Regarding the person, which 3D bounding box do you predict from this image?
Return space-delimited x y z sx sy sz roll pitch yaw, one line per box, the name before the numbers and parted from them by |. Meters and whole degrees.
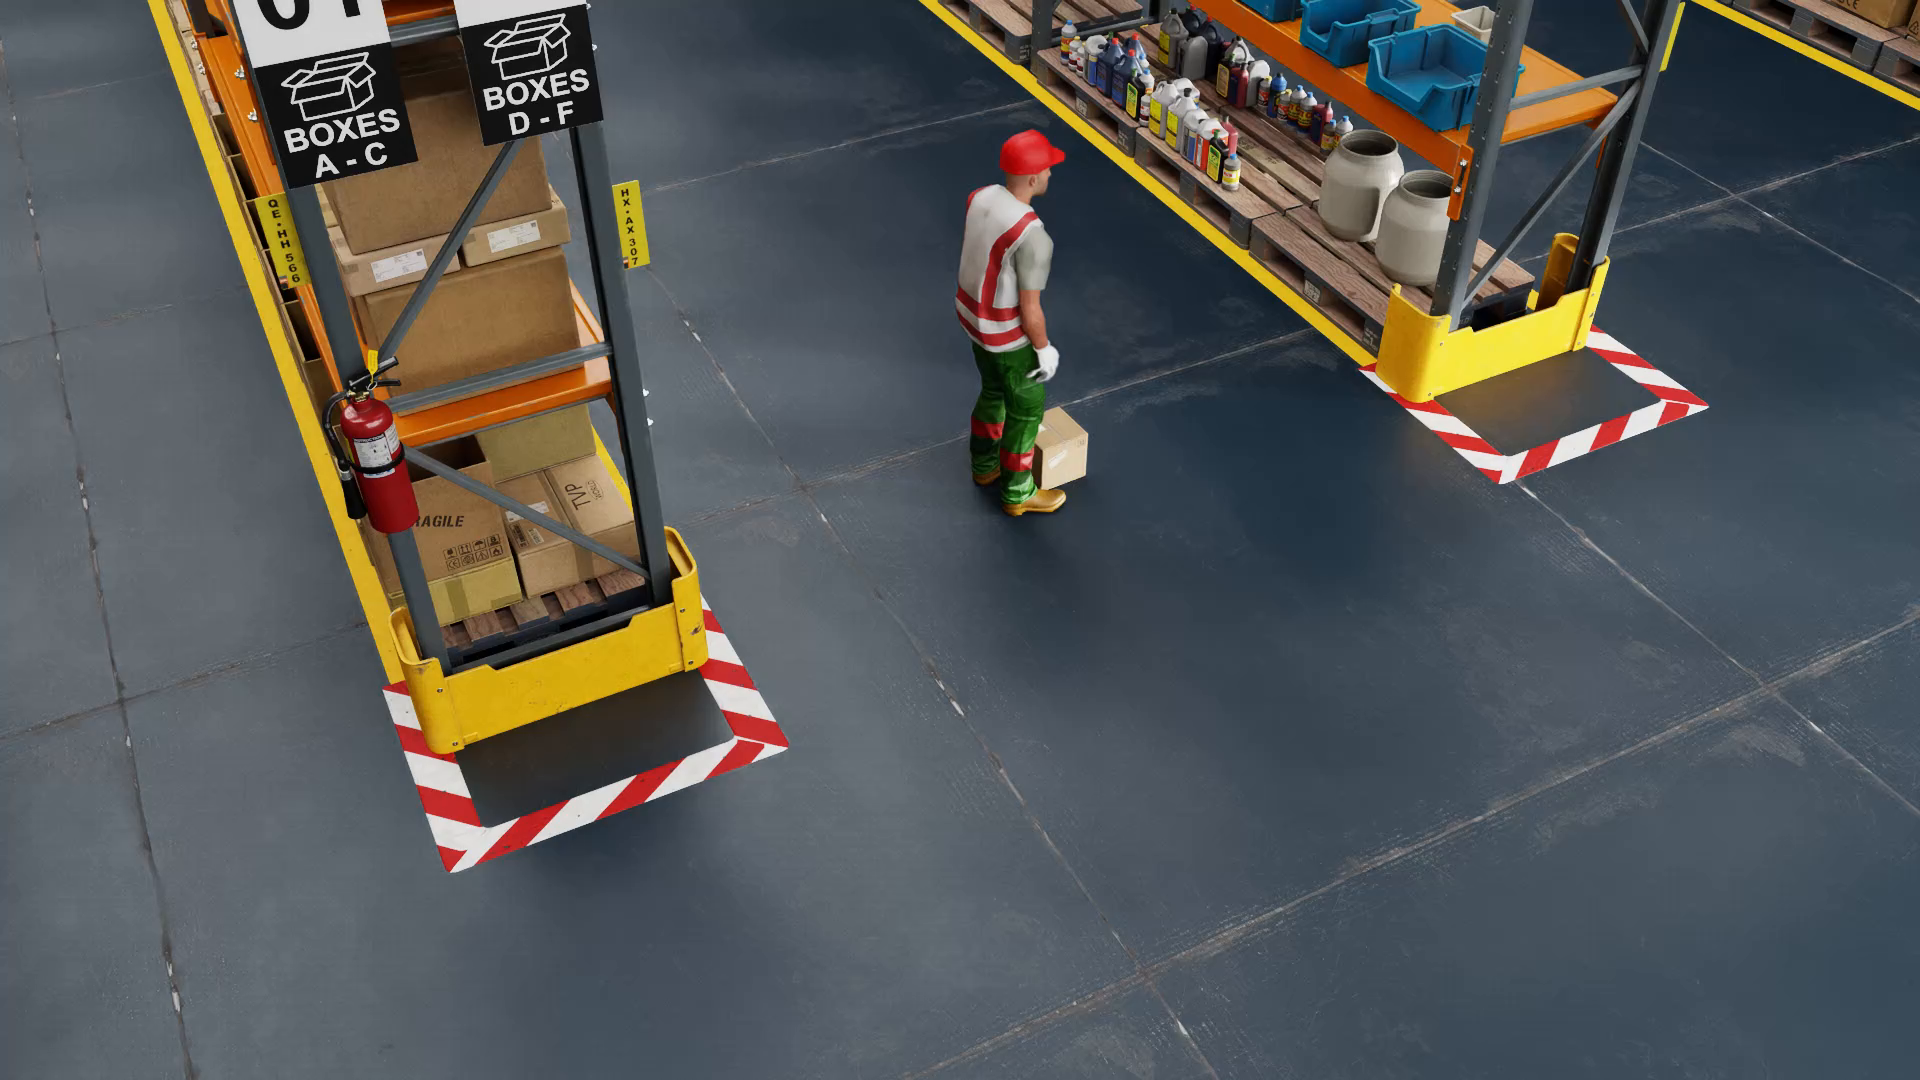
person | 0.230 -0.929 7.220 0.453 1.779 0.608 -19 44 -21
